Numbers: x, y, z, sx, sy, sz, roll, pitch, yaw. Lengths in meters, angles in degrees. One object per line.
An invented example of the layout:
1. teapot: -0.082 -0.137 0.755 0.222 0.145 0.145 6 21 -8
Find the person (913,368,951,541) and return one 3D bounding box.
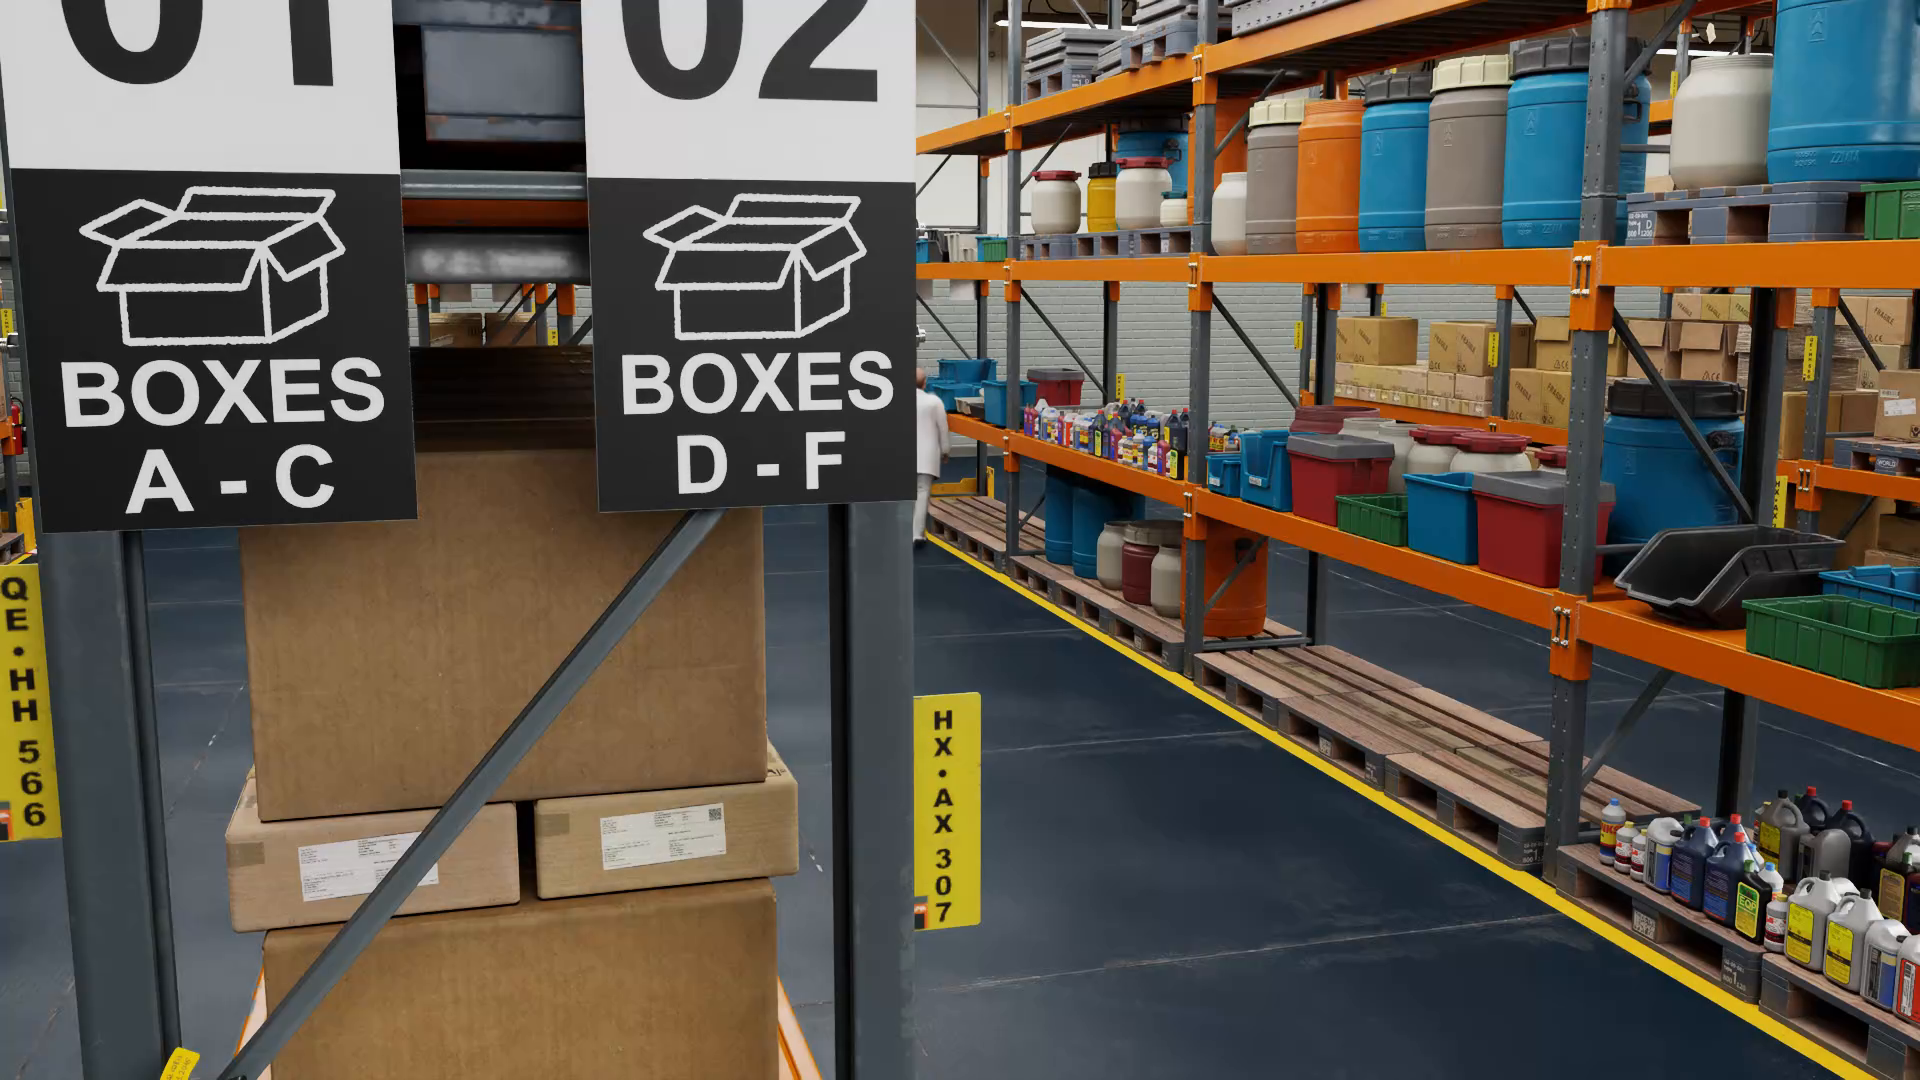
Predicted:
1. person: -0.422 -0.884 16.890 0.647 1.723 1.118 1 9 8
